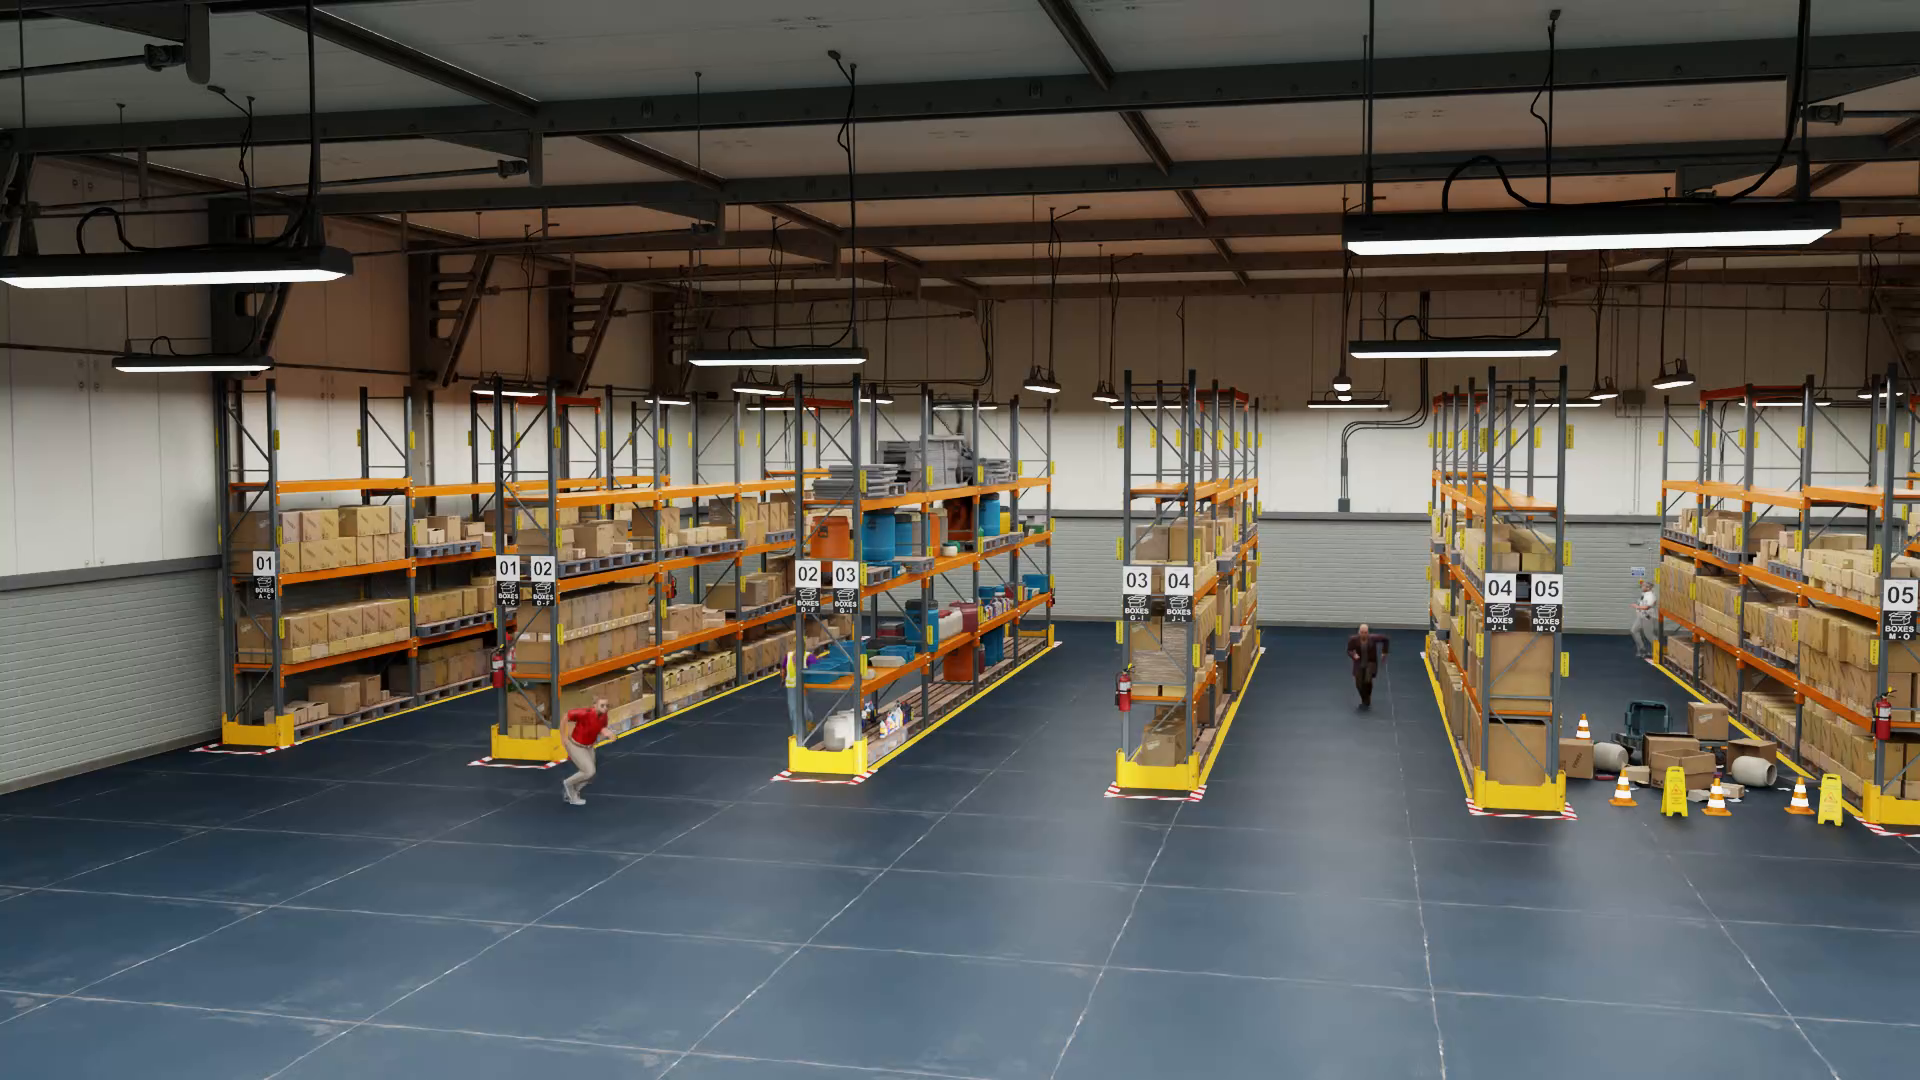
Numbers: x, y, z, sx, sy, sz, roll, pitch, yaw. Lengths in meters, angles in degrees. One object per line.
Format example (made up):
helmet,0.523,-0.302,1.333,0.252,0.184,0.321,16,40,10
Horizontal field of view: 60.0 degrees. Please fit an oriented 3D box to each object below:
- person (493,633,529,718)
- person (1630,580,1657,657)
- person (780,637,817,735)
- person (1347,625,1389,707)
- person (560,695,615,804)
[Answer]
person,-7.687,2.433,28.581,0.645,1.732,0.826,1,4,16
person,15.784,1.832,38.291,0.754,1.839,0.632,0,3,7
person,-2.685,2.463,27.848,0.703,1.735,0.747,1,4,13
person,7.561,2.346,30.856,0.741,1.602,0.950,1,4,21
person,-5.107,2.871,22.655,0.885,1.549,0.694,2,4,29
